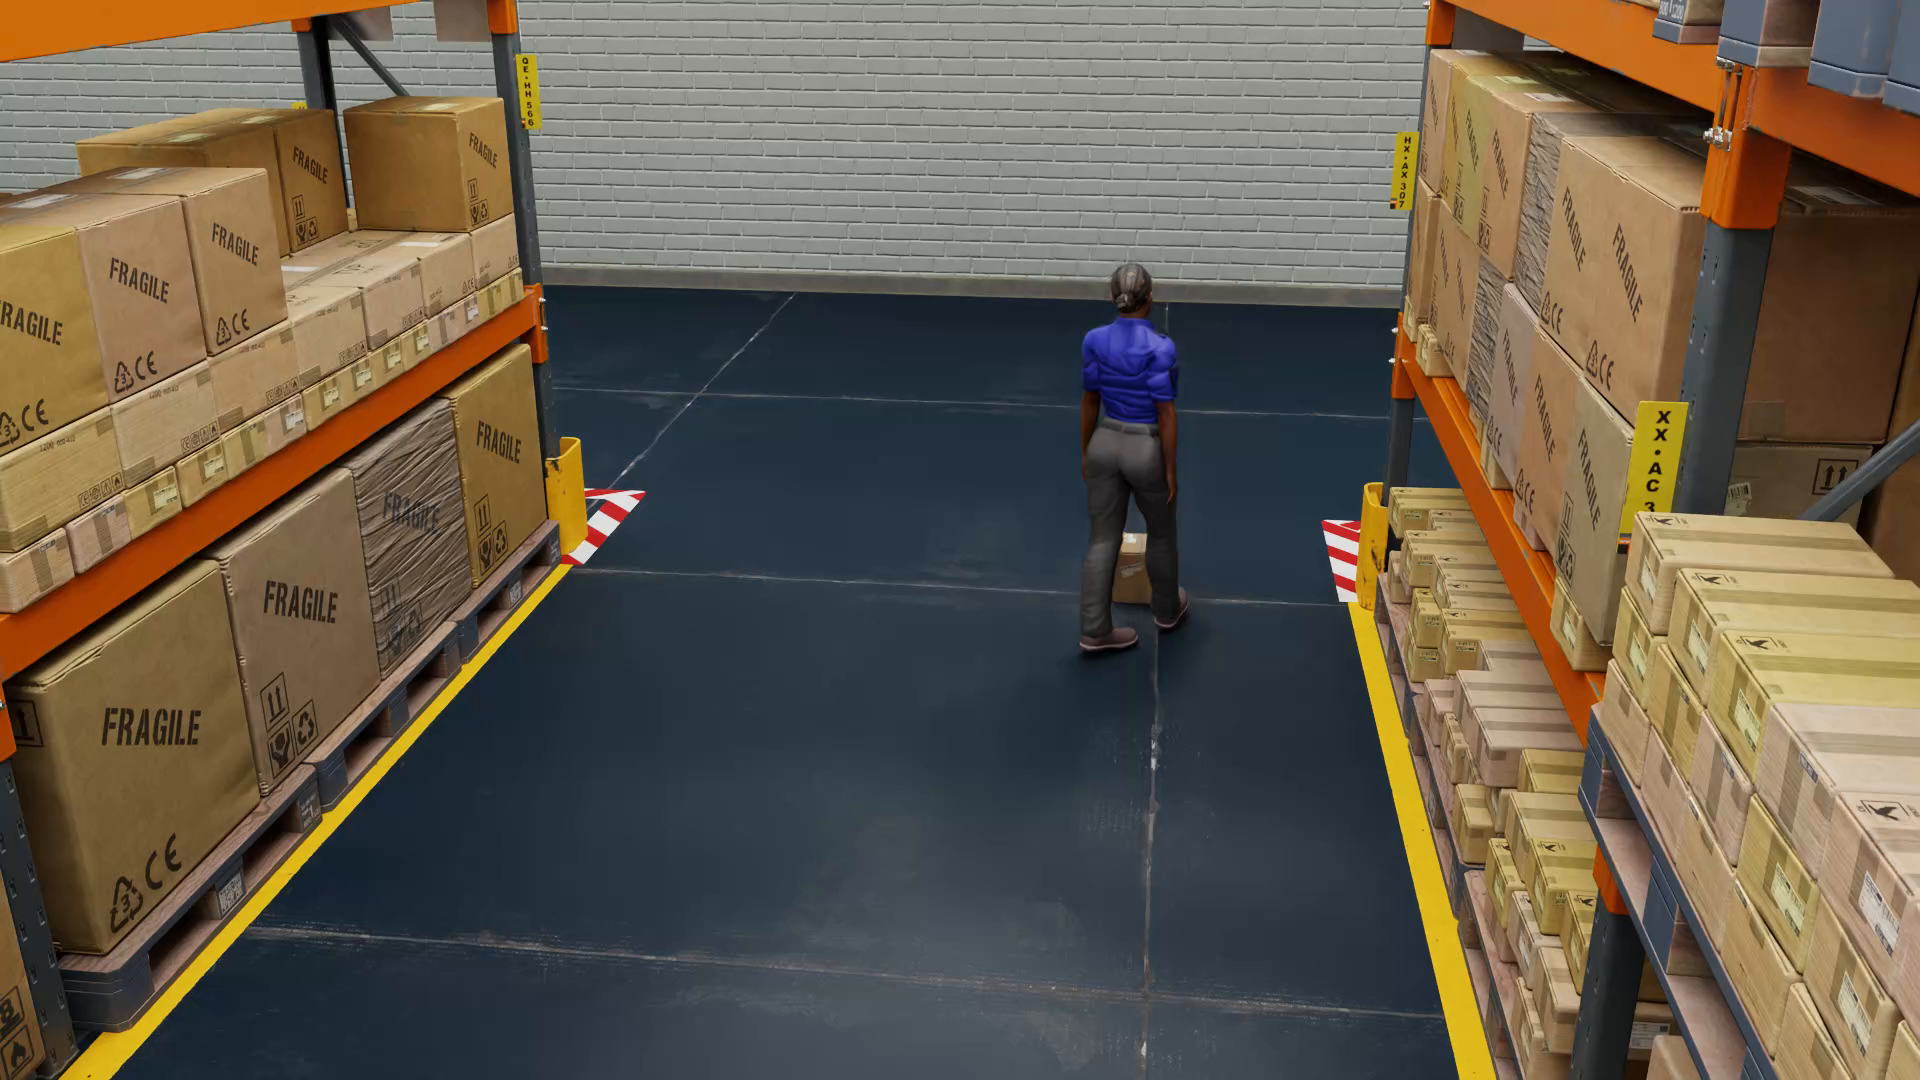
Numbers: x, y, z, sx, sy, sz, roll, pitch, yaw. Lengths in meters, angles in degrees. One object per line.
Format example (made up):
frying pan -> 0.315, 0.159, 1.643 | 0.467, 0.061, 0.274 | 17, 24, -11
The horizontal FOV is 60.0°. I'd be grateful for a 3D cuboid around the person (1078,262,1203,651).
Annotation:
person -> 0.771, -0.339, 6.985 | 0.495, 1.686, 0.476 | 2, 21, 6
